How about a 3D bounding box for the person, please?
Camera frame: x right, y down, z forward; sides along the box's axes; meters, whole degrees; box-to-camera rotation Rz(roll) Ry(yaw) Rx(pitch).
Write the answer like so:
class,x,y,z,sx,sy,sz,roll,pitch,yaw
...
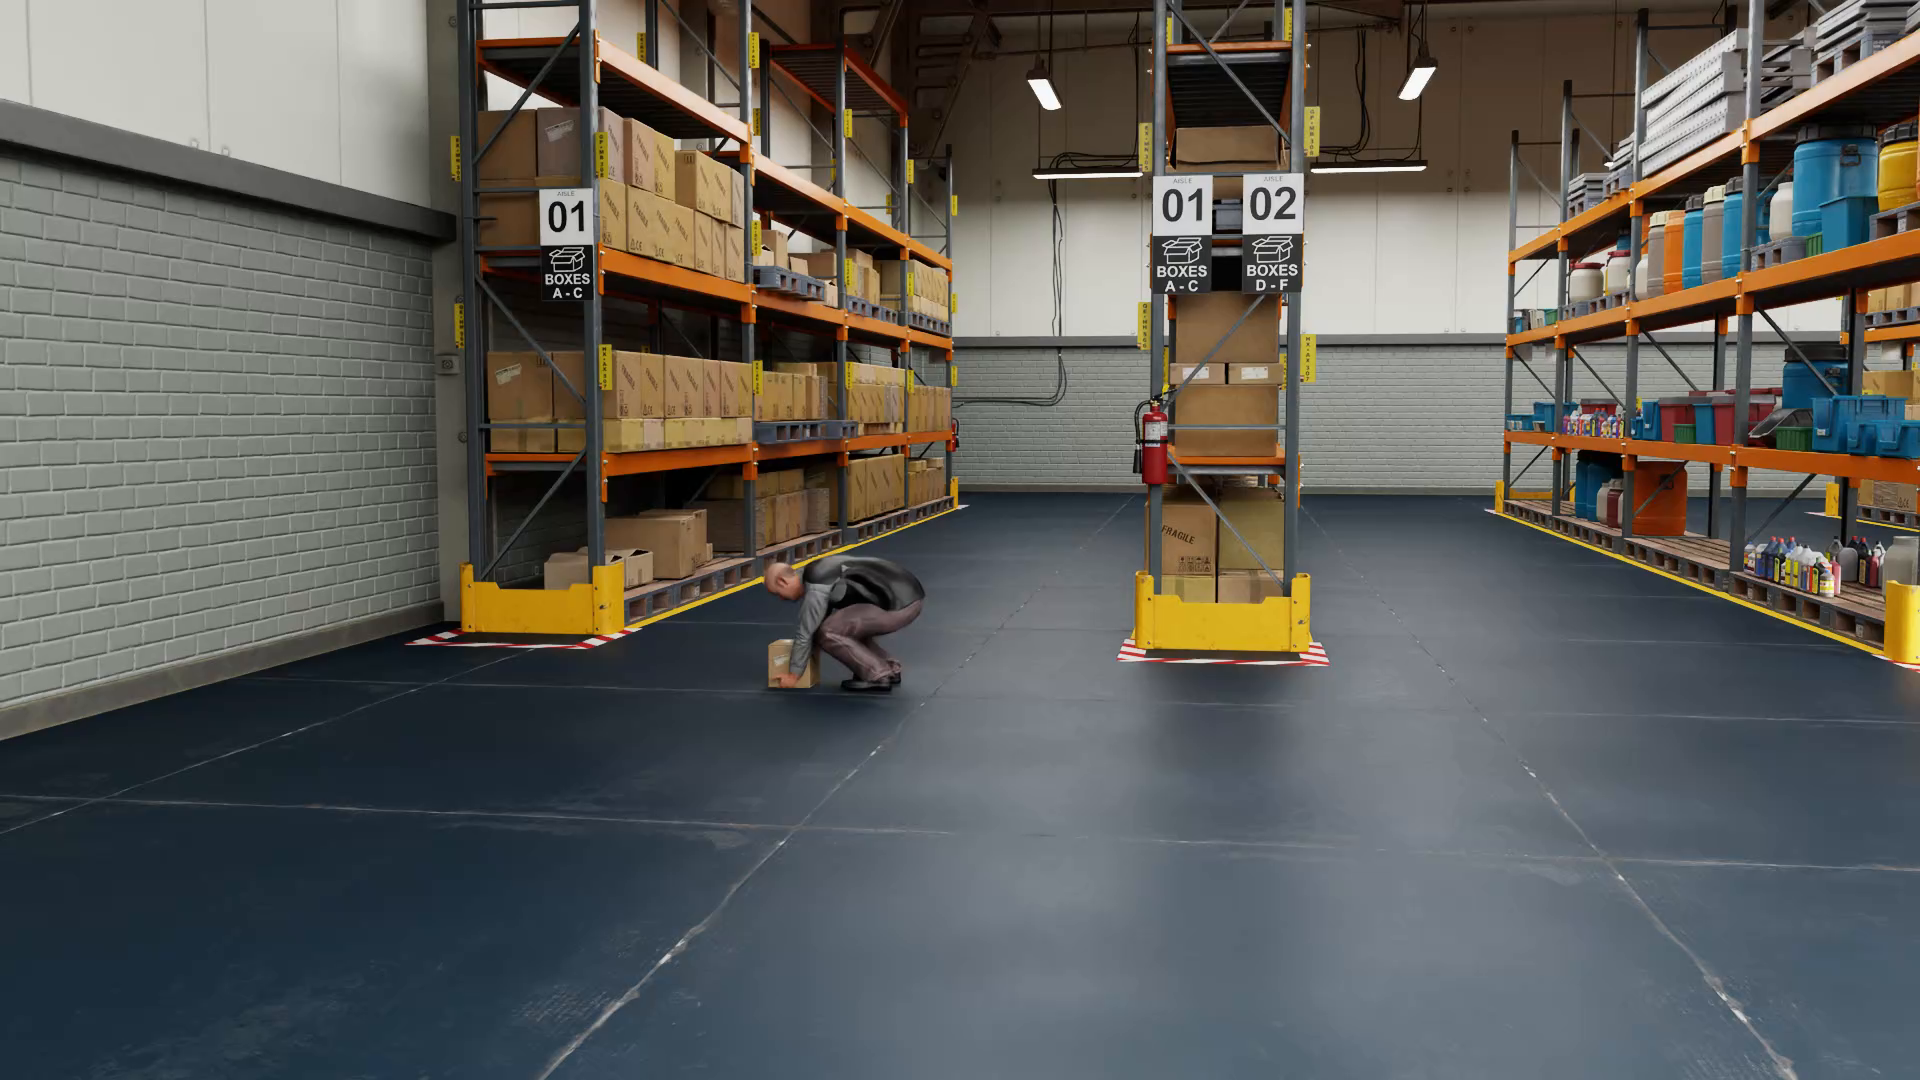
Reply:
class,x,y,z,sx,sy,sz,roll,pitch,yaw
person,-0.681,0.485,9.792,0.939,0.790,0.505,1,4,7
